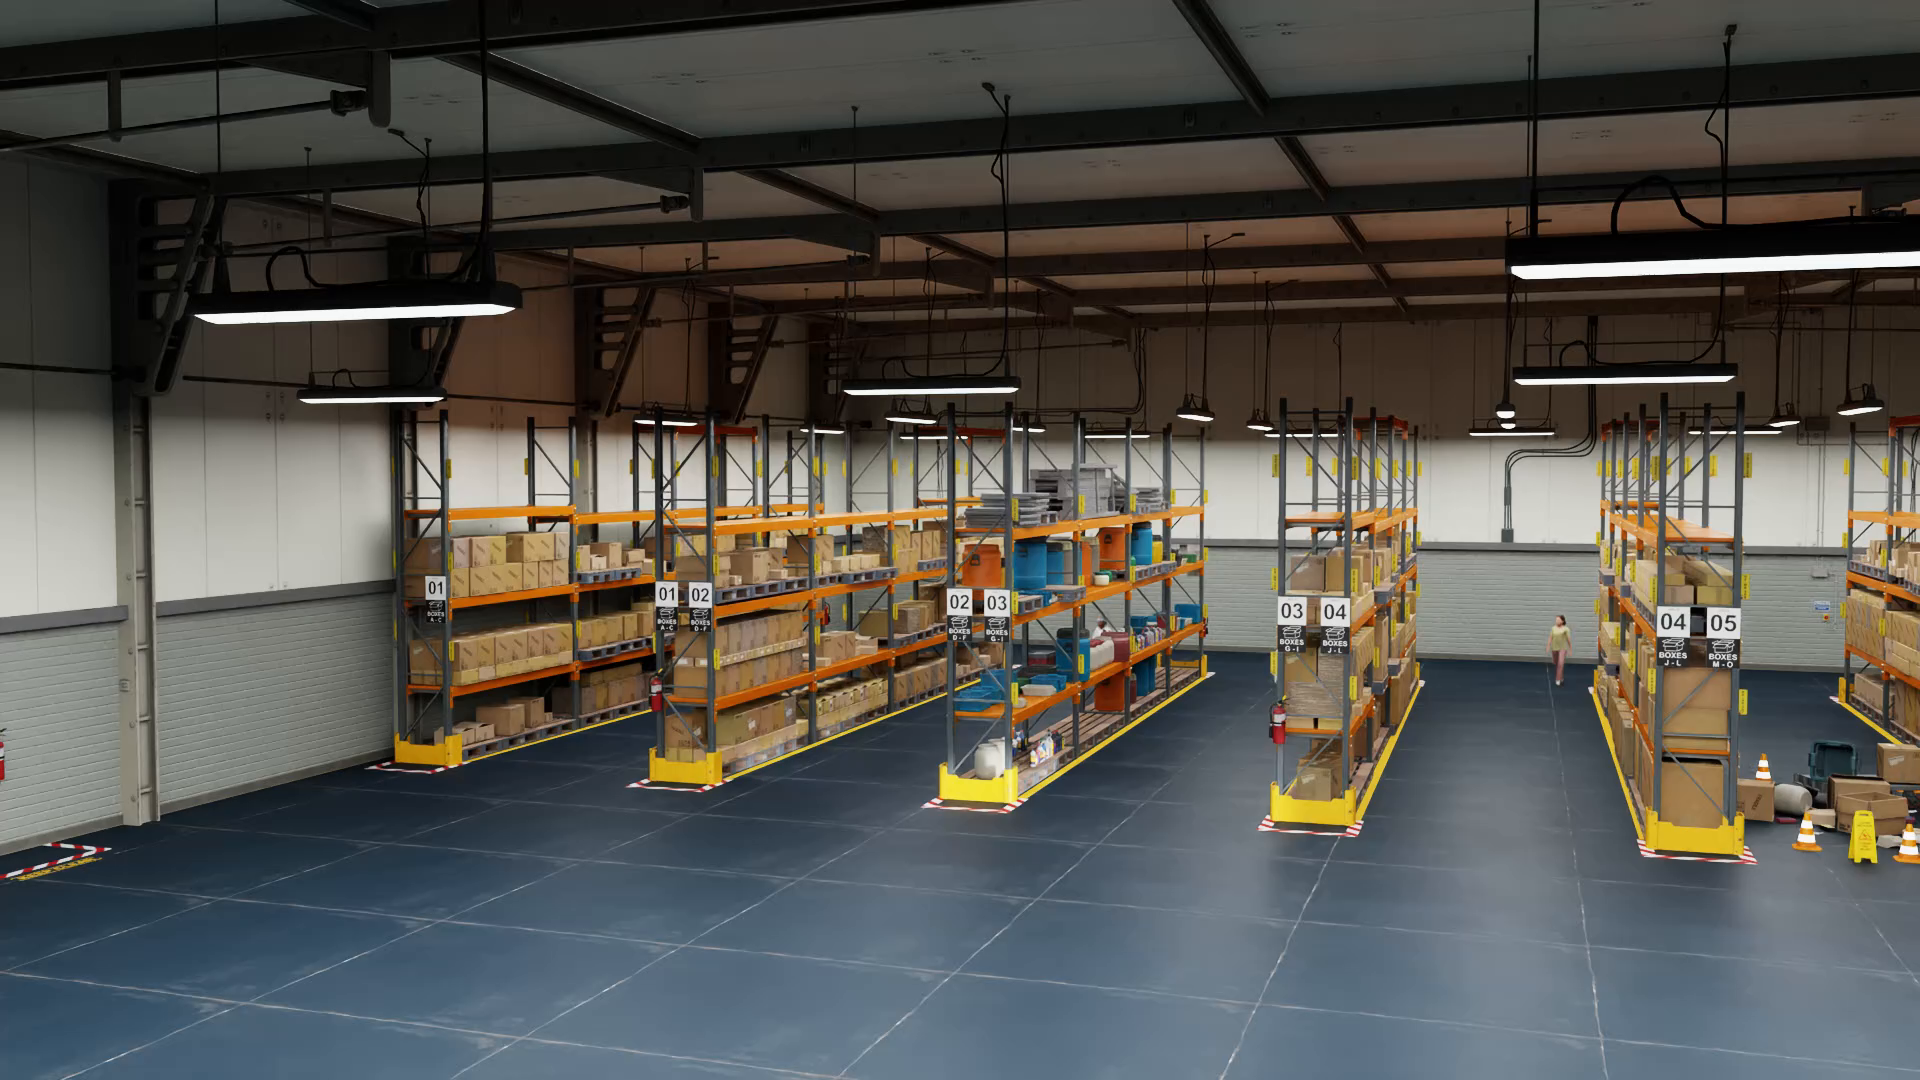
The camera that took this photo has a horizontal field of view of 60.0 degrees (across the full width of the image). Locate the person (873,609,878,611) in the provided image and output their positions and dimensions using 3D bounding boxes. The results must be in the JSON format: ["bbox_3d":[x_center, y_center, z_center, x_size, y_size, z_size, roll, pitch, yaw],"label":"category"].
[{"bbox_3d":[-2.042,2.492,39.507,0.469,1.669,0.745,0,2,5],"label":"person"}]

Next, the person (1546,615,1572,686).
[{"bbox_3d":[13.815,2.531,38.403,0.539,1.607,1.049,2,3,37],"label":"person"}]

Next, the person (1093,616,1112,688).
[{"bbox_3d":[3.192,2.542,37.912,0.484,1.632,0.941,2,3,41],"label":"person"}]

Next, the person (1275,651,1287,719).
[{"bbox_3d":[6.612,2.749,33.467,0.550,1.654,0.582,1,3,30],"label":"person"}]
